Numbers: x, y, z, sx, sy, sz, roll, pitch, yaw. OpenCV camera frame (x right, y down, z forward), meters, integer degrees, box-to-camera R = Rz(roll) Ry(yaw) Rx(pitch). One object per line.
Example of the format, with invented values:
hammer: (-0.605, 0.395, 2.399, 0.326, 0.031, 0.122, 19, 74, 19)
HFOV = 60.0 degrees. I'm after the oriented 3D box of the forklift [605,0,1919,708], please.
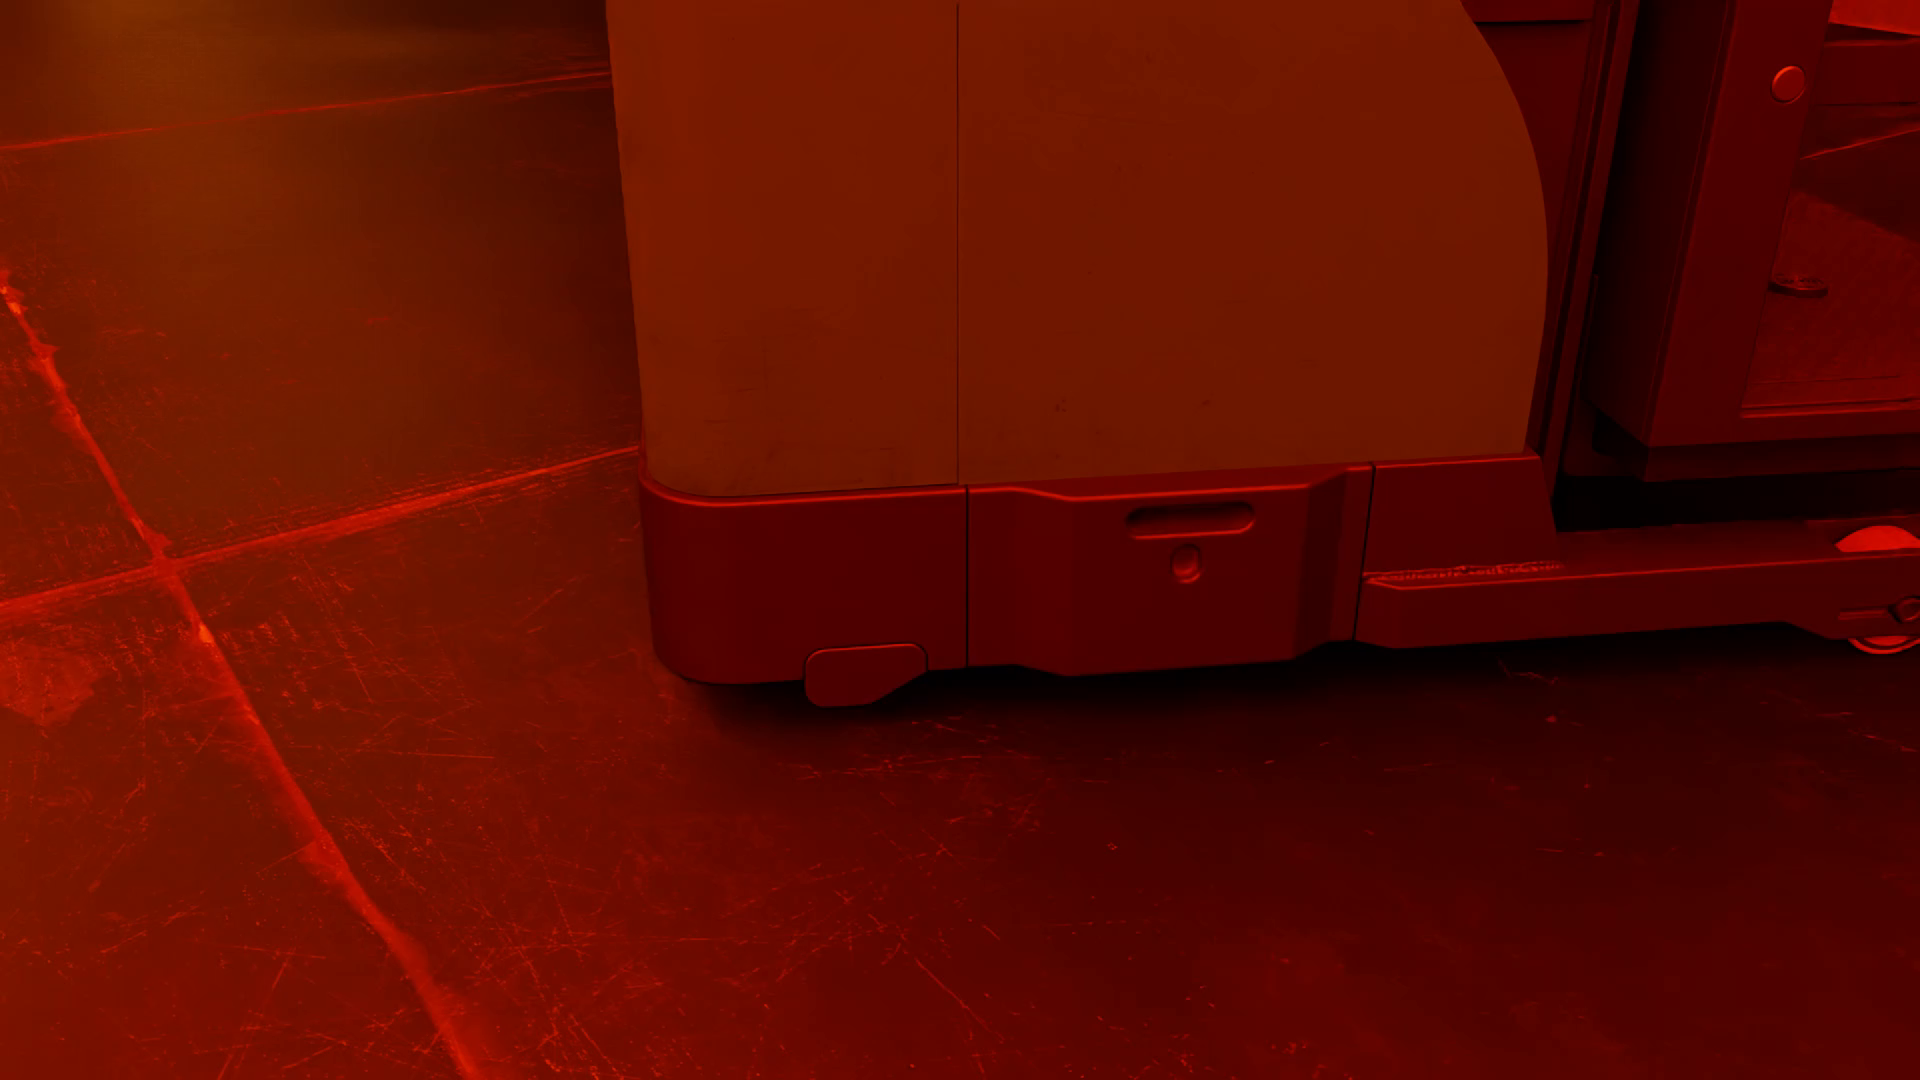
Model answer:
forklift: (1.062, -1.391, 2.005, 3.031, 2.935, 1.130, -4, 27, -7)
